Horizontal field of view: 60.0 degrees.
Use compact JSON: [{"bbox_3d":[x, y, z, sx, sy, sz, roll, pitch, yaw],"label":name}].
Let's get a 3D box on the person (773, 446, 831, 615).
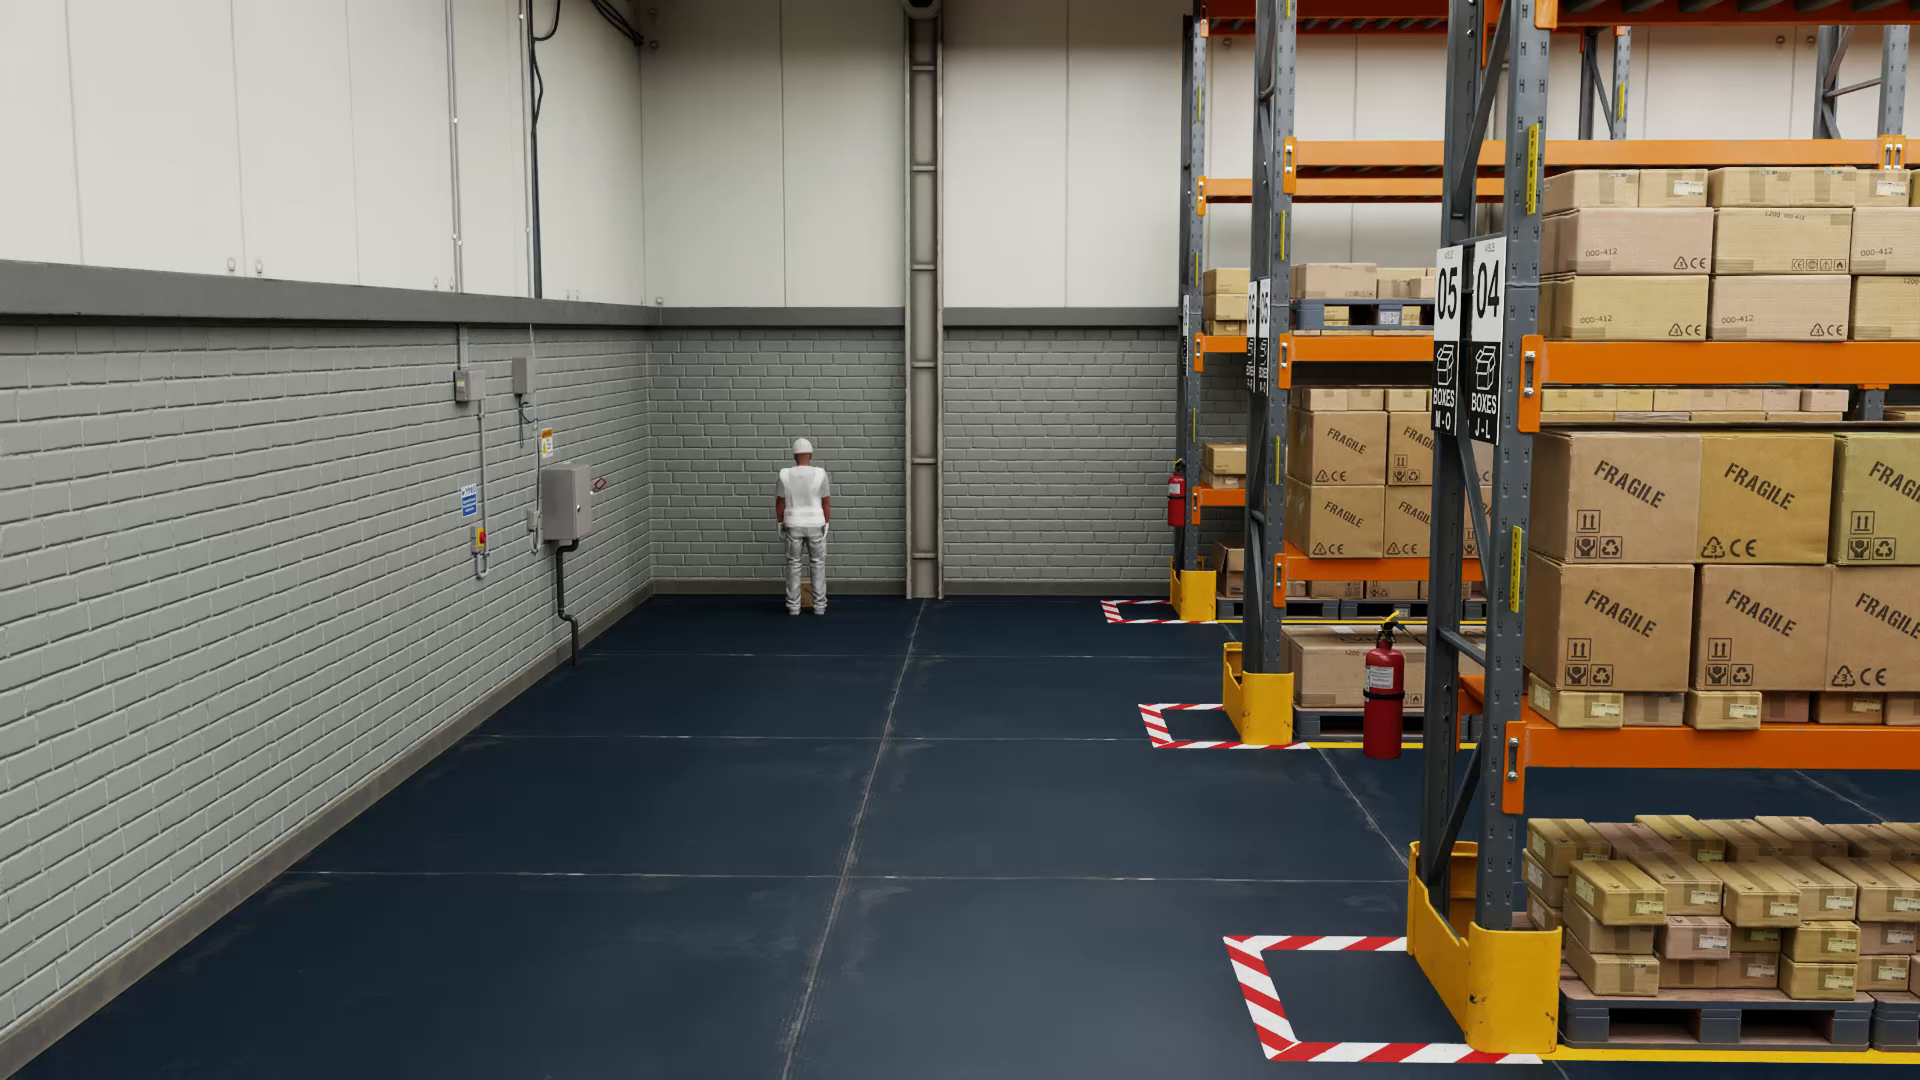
[{"bbox_3d":[-1.593,-0.097,16.823,0.581,1.695,0.517,0,7,-1],"label":"person"}]
